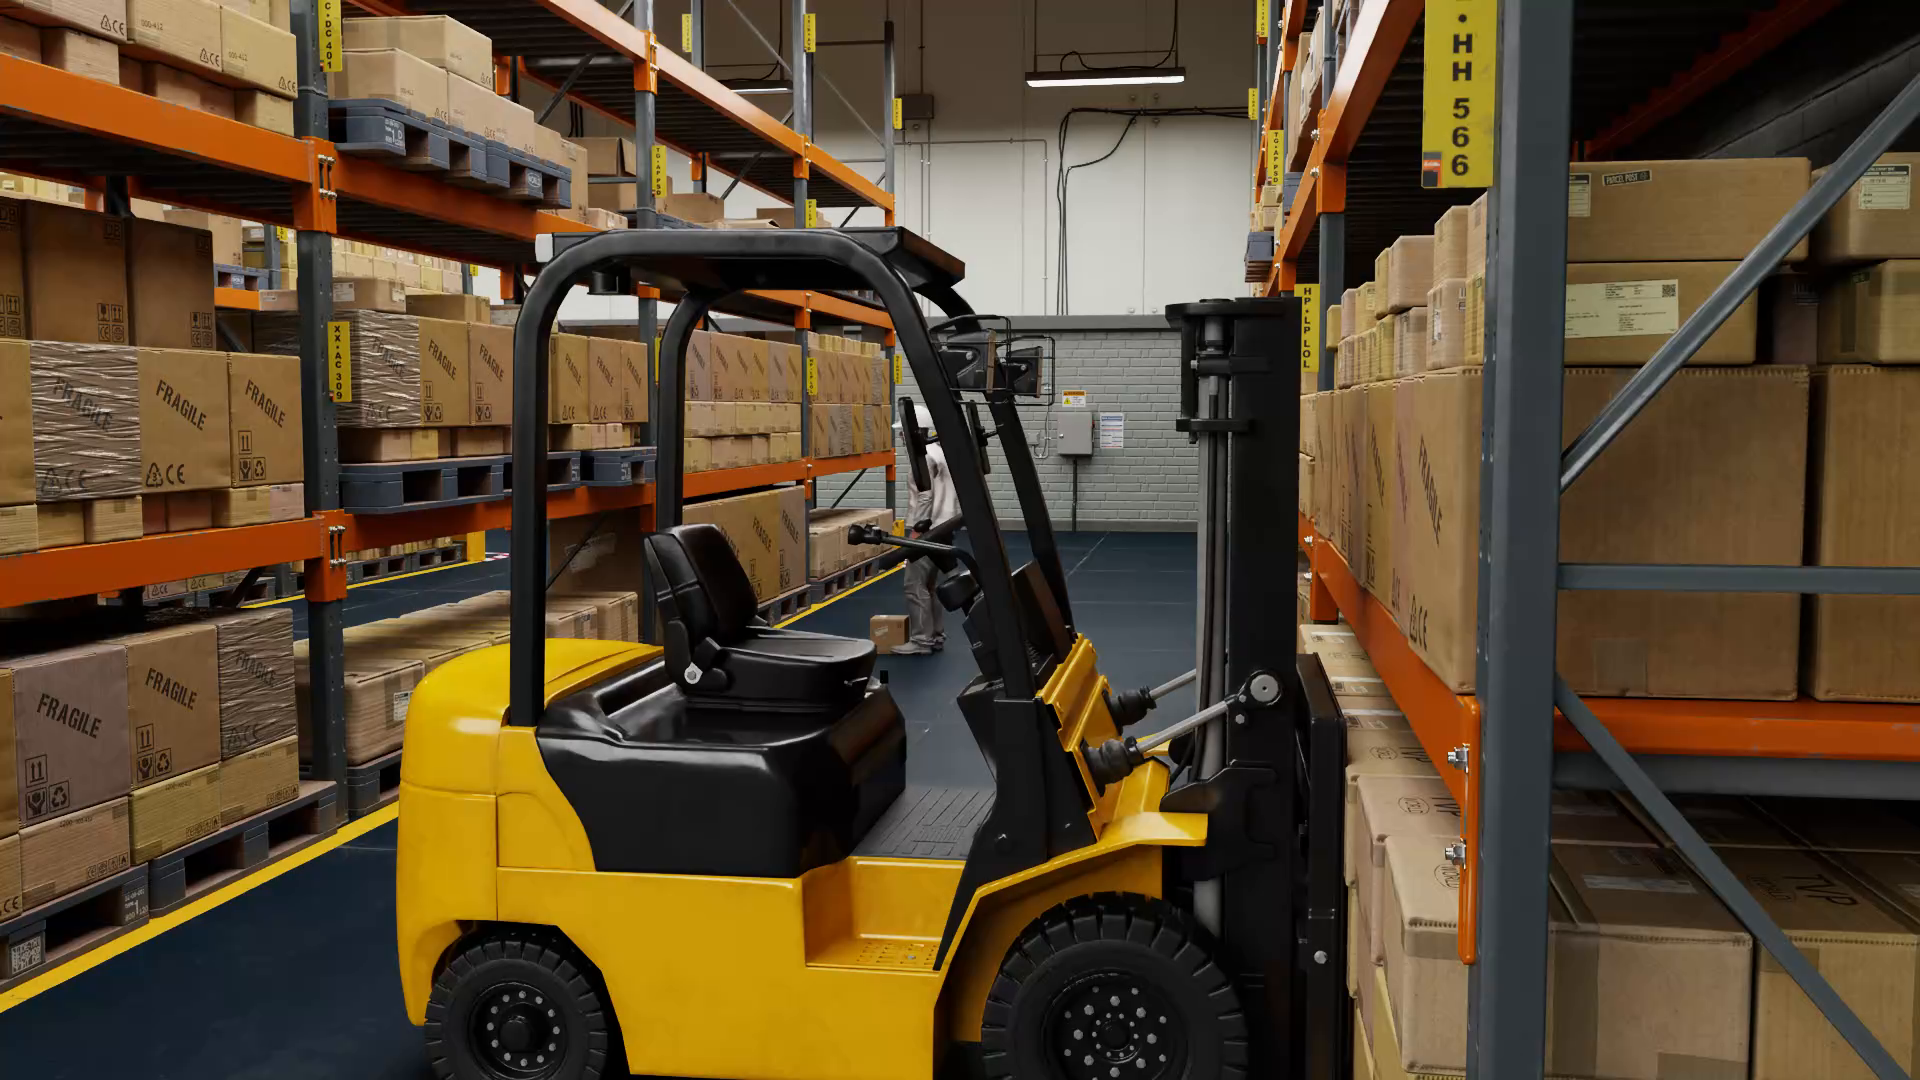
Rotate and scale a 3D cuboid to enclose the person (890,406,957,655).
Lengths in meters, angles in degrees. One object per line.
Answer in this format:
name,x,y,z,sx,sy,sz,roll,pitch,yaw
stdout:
person,-0.255,-0.074,11.909,0.465,1.771,0.588,1,4,7
